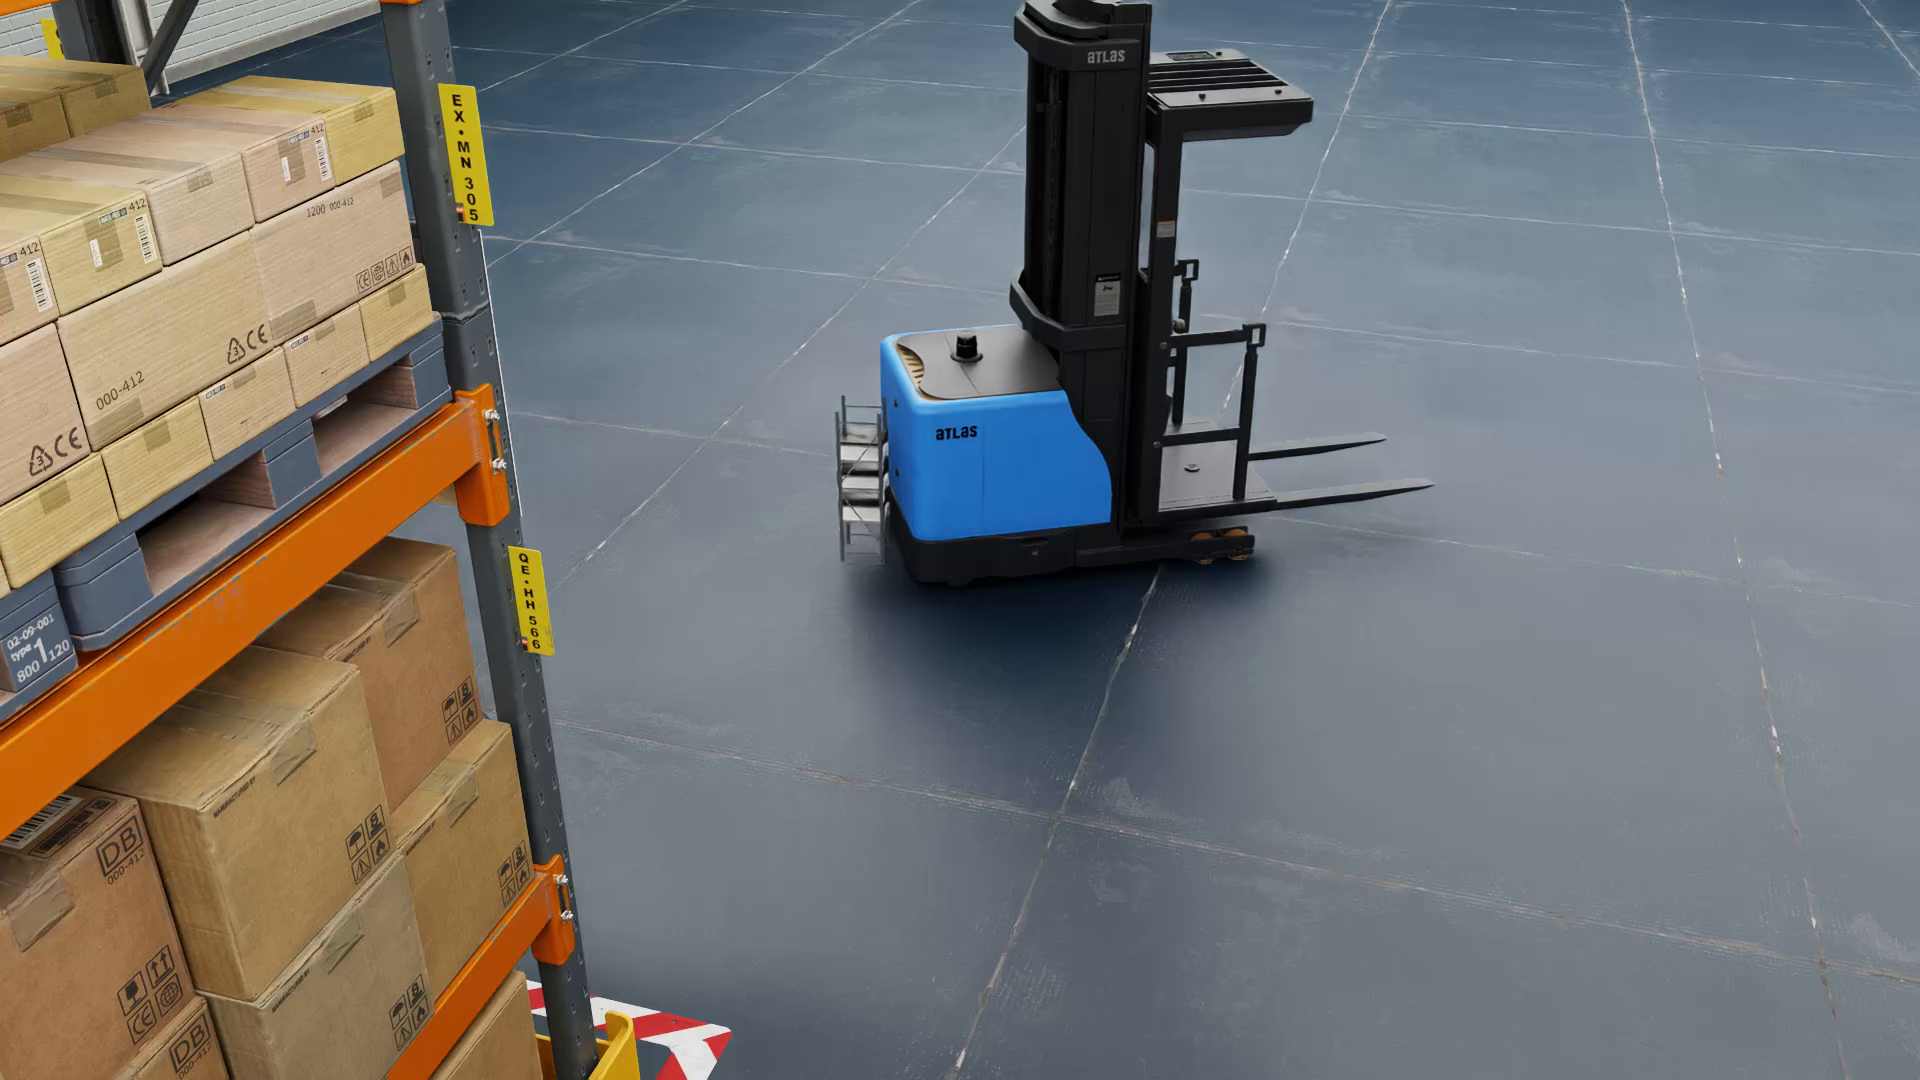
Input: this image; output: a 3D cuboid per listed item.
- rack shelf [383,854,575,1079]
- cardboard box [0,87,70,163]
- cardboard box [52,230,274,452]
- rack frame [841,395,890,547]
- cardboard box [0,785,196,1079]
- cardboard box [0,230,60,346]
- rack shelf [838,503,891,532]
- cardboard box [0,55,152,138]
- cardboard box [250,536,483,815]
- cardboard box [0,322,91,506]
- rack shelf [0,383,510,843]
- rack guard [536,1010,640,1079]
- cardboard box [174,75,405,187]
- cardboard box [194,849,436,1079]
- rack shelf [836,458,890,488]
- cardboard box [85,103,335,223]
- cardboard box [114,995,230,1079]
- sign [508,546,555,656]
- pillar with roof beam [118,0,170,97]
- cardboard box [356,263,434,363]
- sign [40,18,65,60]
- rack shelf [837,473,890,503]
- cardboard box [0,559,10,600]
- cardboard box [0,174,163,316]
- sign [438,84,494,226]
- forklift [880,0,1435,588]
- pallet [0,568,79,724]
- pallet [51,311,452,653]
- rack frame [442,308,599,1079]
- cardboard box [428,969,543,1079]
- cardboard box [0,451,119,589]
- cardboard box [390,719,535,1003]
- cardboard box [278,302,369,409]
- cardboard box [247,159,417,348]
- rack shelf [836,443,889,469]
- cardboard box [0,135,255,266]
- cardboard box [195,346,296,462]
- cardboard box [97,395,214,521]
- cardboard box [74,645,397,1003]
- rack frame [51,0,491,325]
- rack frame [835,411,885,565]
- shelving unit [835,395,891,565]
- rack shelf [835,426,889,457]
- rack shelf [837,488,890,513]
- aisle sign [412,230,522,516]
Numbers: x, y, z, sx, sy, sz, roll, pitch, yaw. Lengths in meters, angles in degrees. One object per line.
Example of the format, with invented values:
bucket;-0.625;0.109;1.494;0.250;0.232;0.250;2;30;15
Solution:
rack shelf;-2.246;1.934;3.427;1.077;0.370;4.000;8;30;15
cardboard box;-2.136;-0.860;3.528;0.380;0.149;0.250;9;30;15
cardboard box;-1.683;-0.412;3.133;0.500;0.250;0.500;9;30;15
rack frame;-0.507;-0.364;8.979;0.240;0.900;0.006;3;29;5
cardboard box;-2.173;0.830;3.408;0.875;0.550;0.550;8;30;15
cardboard box;-1.733;-0.410;2.719;0.380;0.149;0.250;9;30;15
rack shelf;-0.517;-0.129;8.995;0.258;0.077;0.200;3;29;5
cardboard box;-2.061;-0.976;3.738;0.380;0.149;0.250;9;30;15
cardboard box;-1.805;0.320;4.324;0.875;0.550;0.550;8;30;15
cardboard box;-1.832;-0.179;2.714;0.500;0.250;0.500;8;30;15
rack shelf;-2.246;0.624;2.698;1.077;0.370;4.000;8;30;15
rack guard;-1.652;1.772;5.551;1.175;0.500;0.348;8;30;15
cardboard box;-1.434;-0.881;3.566;0.380;0.149;0.250;9;30;15
cardboard box;-1.865;1.063;4.100;0.875;0.550;0.550;8;30;15
rack shelf;-0.517;-0.365;8.863;0.258;0.077;0.200;3;29;5
cardboard box;-1.508;-0.765;3.358;0.380;0.149;0.250;9;30;15
cardboard box;-2.150;1.305;3.664;0.875;0.550;0.550;8;30;15
sign;-1.145;0.165;4.433;0.100;0.325;0.005;8;30;15
pillar with roof beam;-4.595;-8.064;14.490;9.100;9.000;0.400;8;30;15
cardboard box;-1.433;-0.535;3.764;0.380;0.149;0.250;8;30;15
sign;-2.188;-1.119;4.110;0.100;0.325;0.005;8;30;15
rack shelf;-0.517;-0.286;8.907;0.258;0.077;0.200;3;29;5
cardboard box;-1.806;0.056;2.703;0.380;0.149;0.250;9;30;15
cardboard box;-1.658;-0.526;2.927;0.380;0.149;0.250;9;30;16
sign;-1.145;-0.889;3.847;0.100;0.325;0.005;8;30;15
forklift;1.123;-1.394;8.741;3.031;2.935;1.130;-6;30;-11
pallet;-2.223;0.334;2.571;1.003;0.211;1.213;8;30;15
pallet;-1.867;-0.235;3.593;1.003;0.211;1.213;8;30;15
rack frame;-1.659;0.691;4.923;1.000;3.000;0.127;8;30;15
cardboard box;-1.795;1.760;4.754;0.875;0.875;0.875;9;30;15
cardboard box;-1.732;-0.062;2.913;0.380;0.149;0.250;8;30;14
cardboard box;-1.725;0.804;4.565;0.875;0.550;0.550;8;30;15
cardboard box;-1.508;-0.418;3.554;0.380;0.149;0.250;9;30;15
cardboard box;-1.536;-0.645;3.551;0.500;0.250;0.500;9;30;16
rack shelf;-0.517;-0.443;8.820;0.258;0.077;0.200;3;29;5
cardboard box;-1.584;-0.646;3.144;0.380;0.149;0.250;9;30;16
cardboard box;-1.582;-0.298;3.339;0.380;0.149;0.250;9;30;16
cardboard box;-1.657;-0.181;3.128;0.380;0.149;0.250;9;30;15
cardboard box;-1.878;0.589;3.841;0.875;0.550;0.550;8;30;15
rack frame;-1.659;-1.931;3.465;1.000;3.000;0.127;8;30;15
rack frame;-0.527;-0.266;8.803;0.240;0.900;0.006;3;29;5
shelving unit;-0.517;-0.315;8.891;0.258;0.900;0.210;3;29;5
rack shelf;-0.517;-0.522;8.776;0.258;0.077;0.200;3;29;5
rack shelf;-0.517;-0.207;8.951;0.258;0.077;0.200;3;29;5
aisle sign;-1.352;-0.436;4.273;0.394;0.787;0.004;8;30;15
